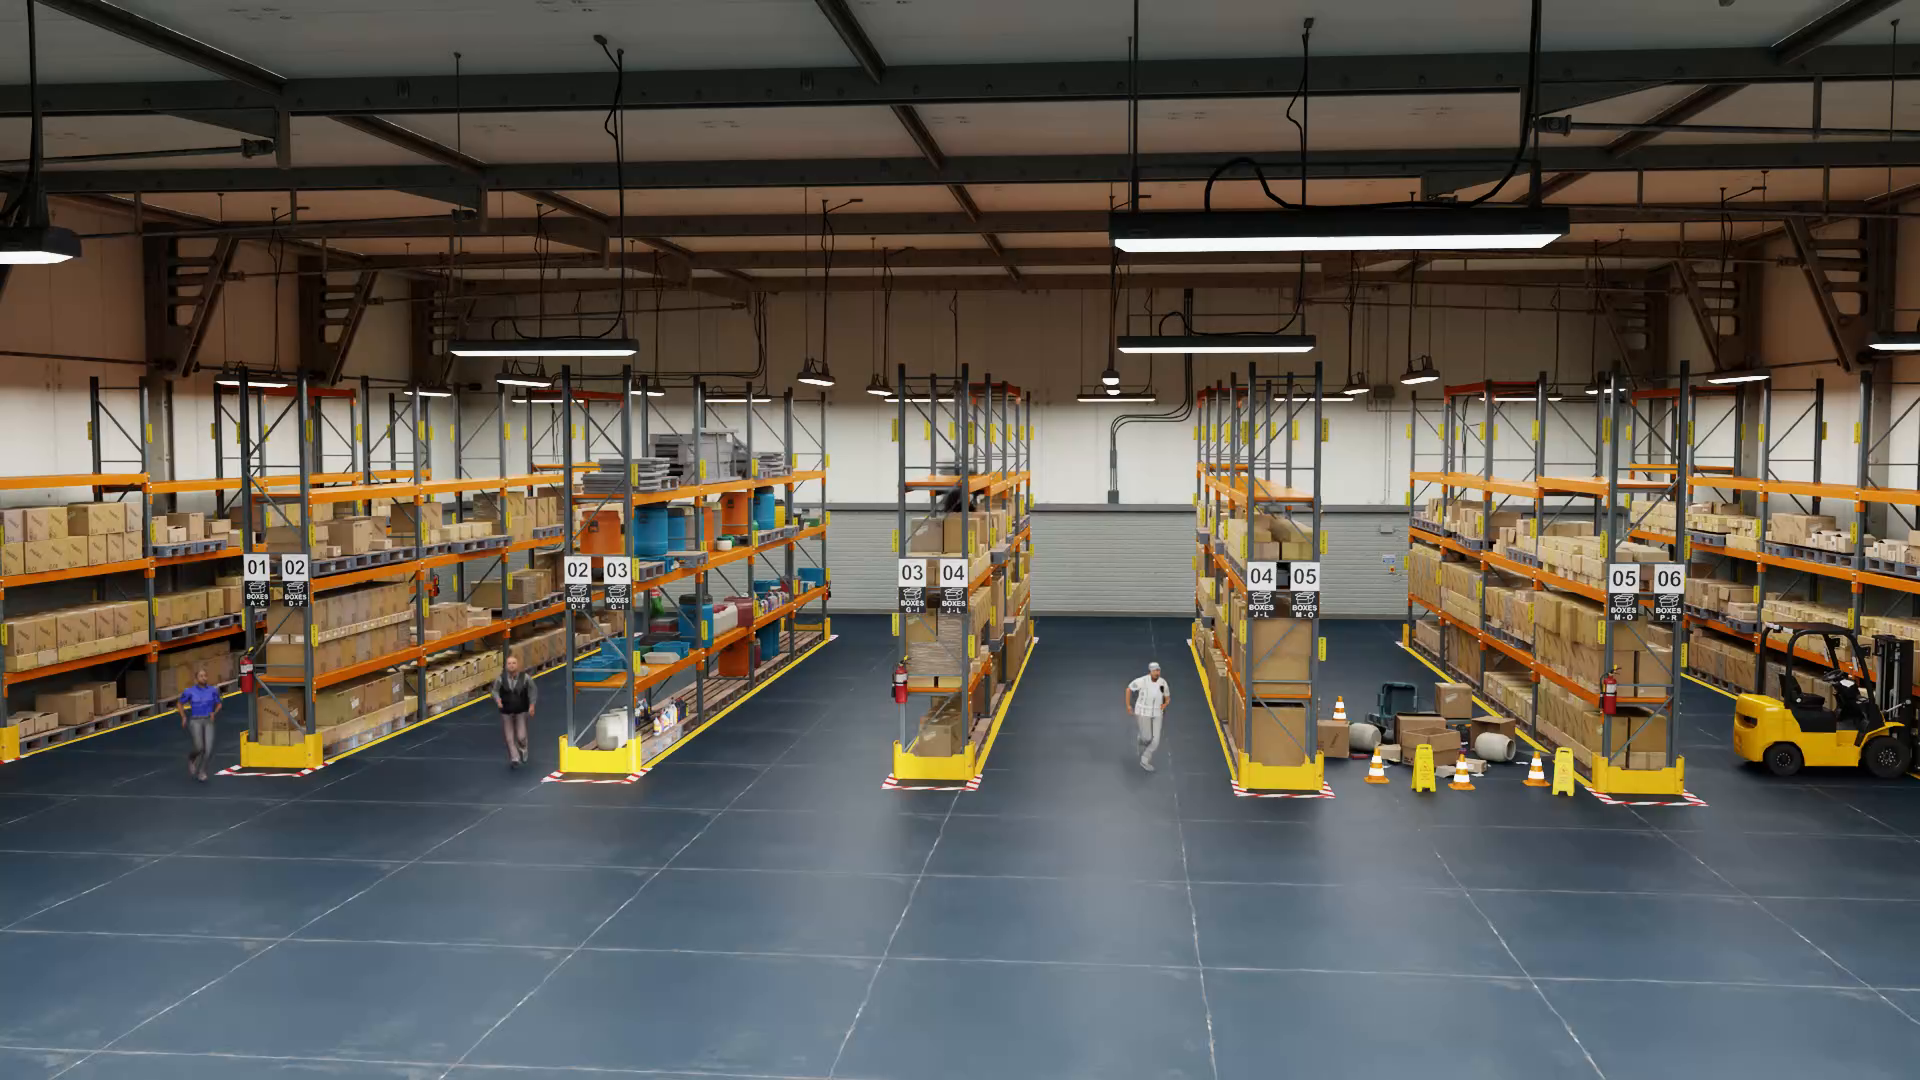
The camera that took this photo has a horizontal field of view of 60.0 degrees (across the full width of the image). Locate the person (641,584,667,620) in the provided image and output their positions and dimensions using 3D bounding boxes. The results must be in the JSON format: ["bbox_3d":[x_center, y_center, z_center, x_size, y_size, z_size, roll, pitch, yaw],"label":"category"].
[{"bbox_3d":[-7.631,1.431,41.652,0.981,1.764,0.716,2,4,28],"label":"person"}]

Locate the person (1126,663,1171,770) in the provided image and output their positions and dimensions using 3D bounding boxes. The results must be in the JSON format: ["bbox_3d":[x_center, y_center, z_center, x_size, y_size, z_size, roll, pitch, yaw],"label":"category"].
[{"bbox_3d":[2.823,2.624,24.730,0.645,1.619,0.623,-1,4,-12],"label":"person"}]

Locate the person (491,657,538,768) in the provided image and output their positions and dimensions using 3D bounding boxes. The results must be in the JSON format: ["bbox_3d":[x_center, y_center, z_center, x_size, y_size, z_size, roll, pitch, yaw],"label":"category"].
[{"bbox_3d":[-6.634,2.578,24.736,0.679,1.678,0.608,-1,4,-8],"label":"person"}]

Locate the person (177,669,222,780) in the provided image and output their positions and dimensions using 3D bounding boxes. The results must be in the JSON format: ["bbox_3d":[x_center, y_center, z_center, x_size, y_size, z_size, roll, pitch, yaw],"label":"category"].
[{"bbox_3d":[-10.931,2.670,23.974,0.560,1.600,0.544,-3,5,-37],"label":"person"}]
